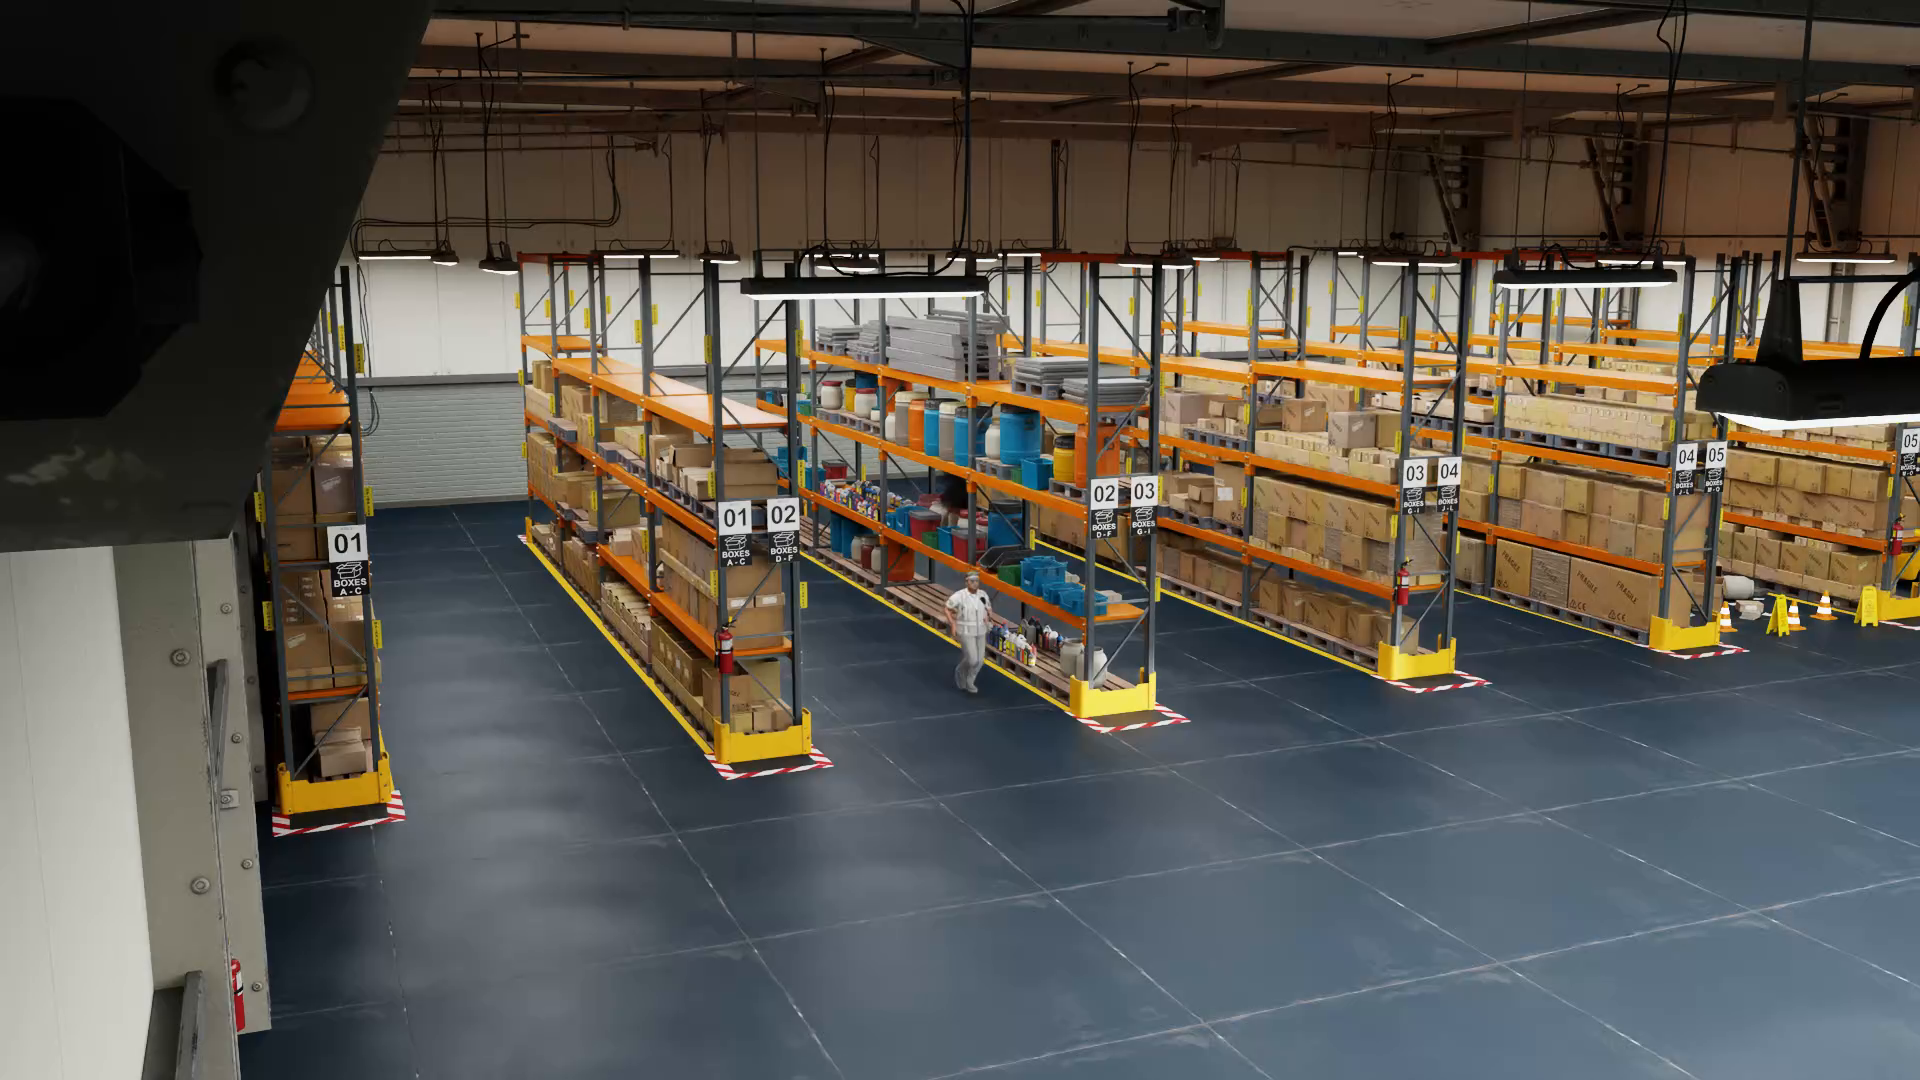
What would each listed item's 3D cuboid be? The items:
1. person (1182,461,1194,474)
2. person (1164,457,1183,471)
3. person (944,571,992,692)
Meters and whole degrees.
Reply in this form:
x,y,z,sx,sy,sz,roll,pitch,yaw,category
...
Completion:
x,y,z,sx,sy,sz,roll,pitch,yaw,category
4.800,-0.906,35.590,0.523,1.577,0.688,-4,11,-23,person
5.413,-2.050,41.930,0.468,1.571,0.835,4,11,21,person
0.184,1.285,23.140,0.650,1.743,0.610,-5,12,-27,person
